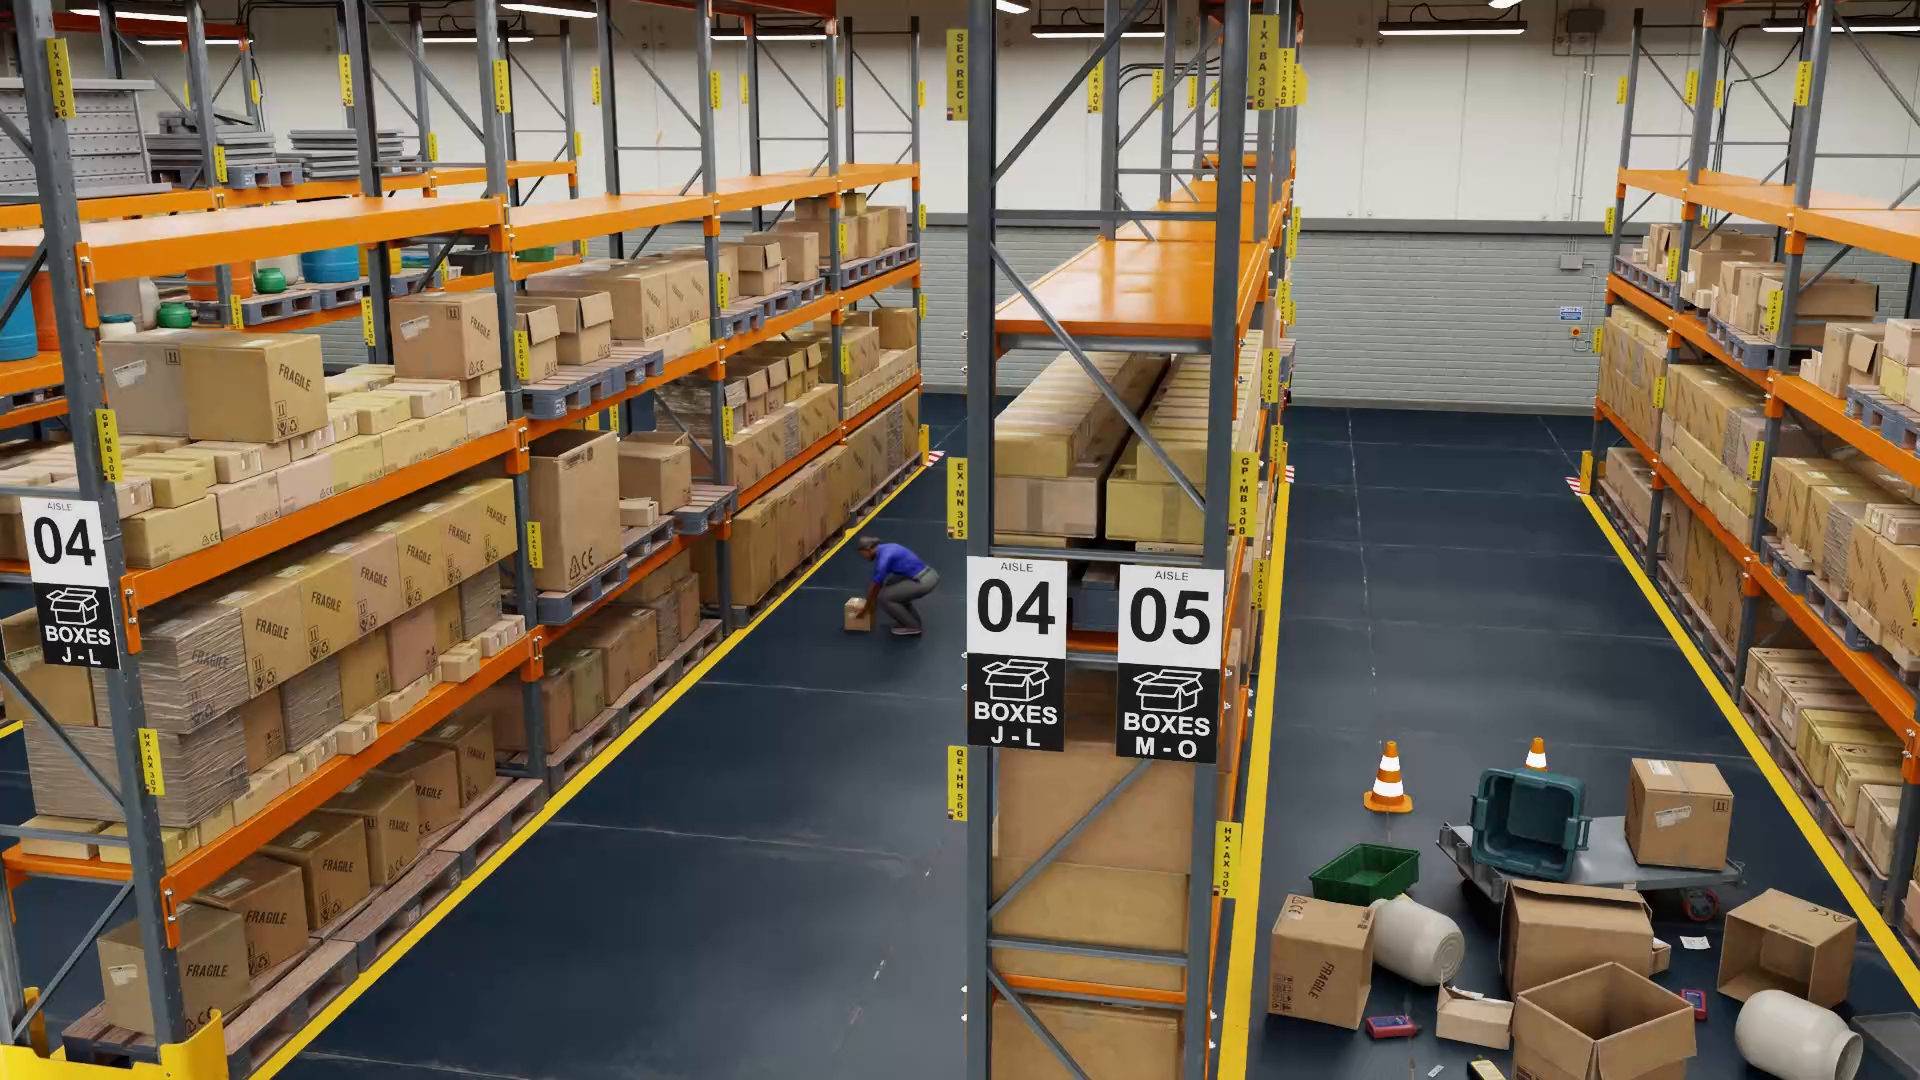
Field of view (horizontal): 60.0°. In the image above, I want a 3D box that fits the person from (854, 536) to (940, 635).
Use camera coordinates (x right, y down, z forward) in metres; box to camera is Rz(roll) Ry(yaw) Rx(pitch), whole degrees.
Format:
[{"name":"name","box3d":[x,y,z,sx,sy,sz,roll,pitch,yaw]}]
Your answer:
[{"name":"person","box3d":[-0.603,0.420,15.868,0.799,0.932,0.475,3,15,11]}]
